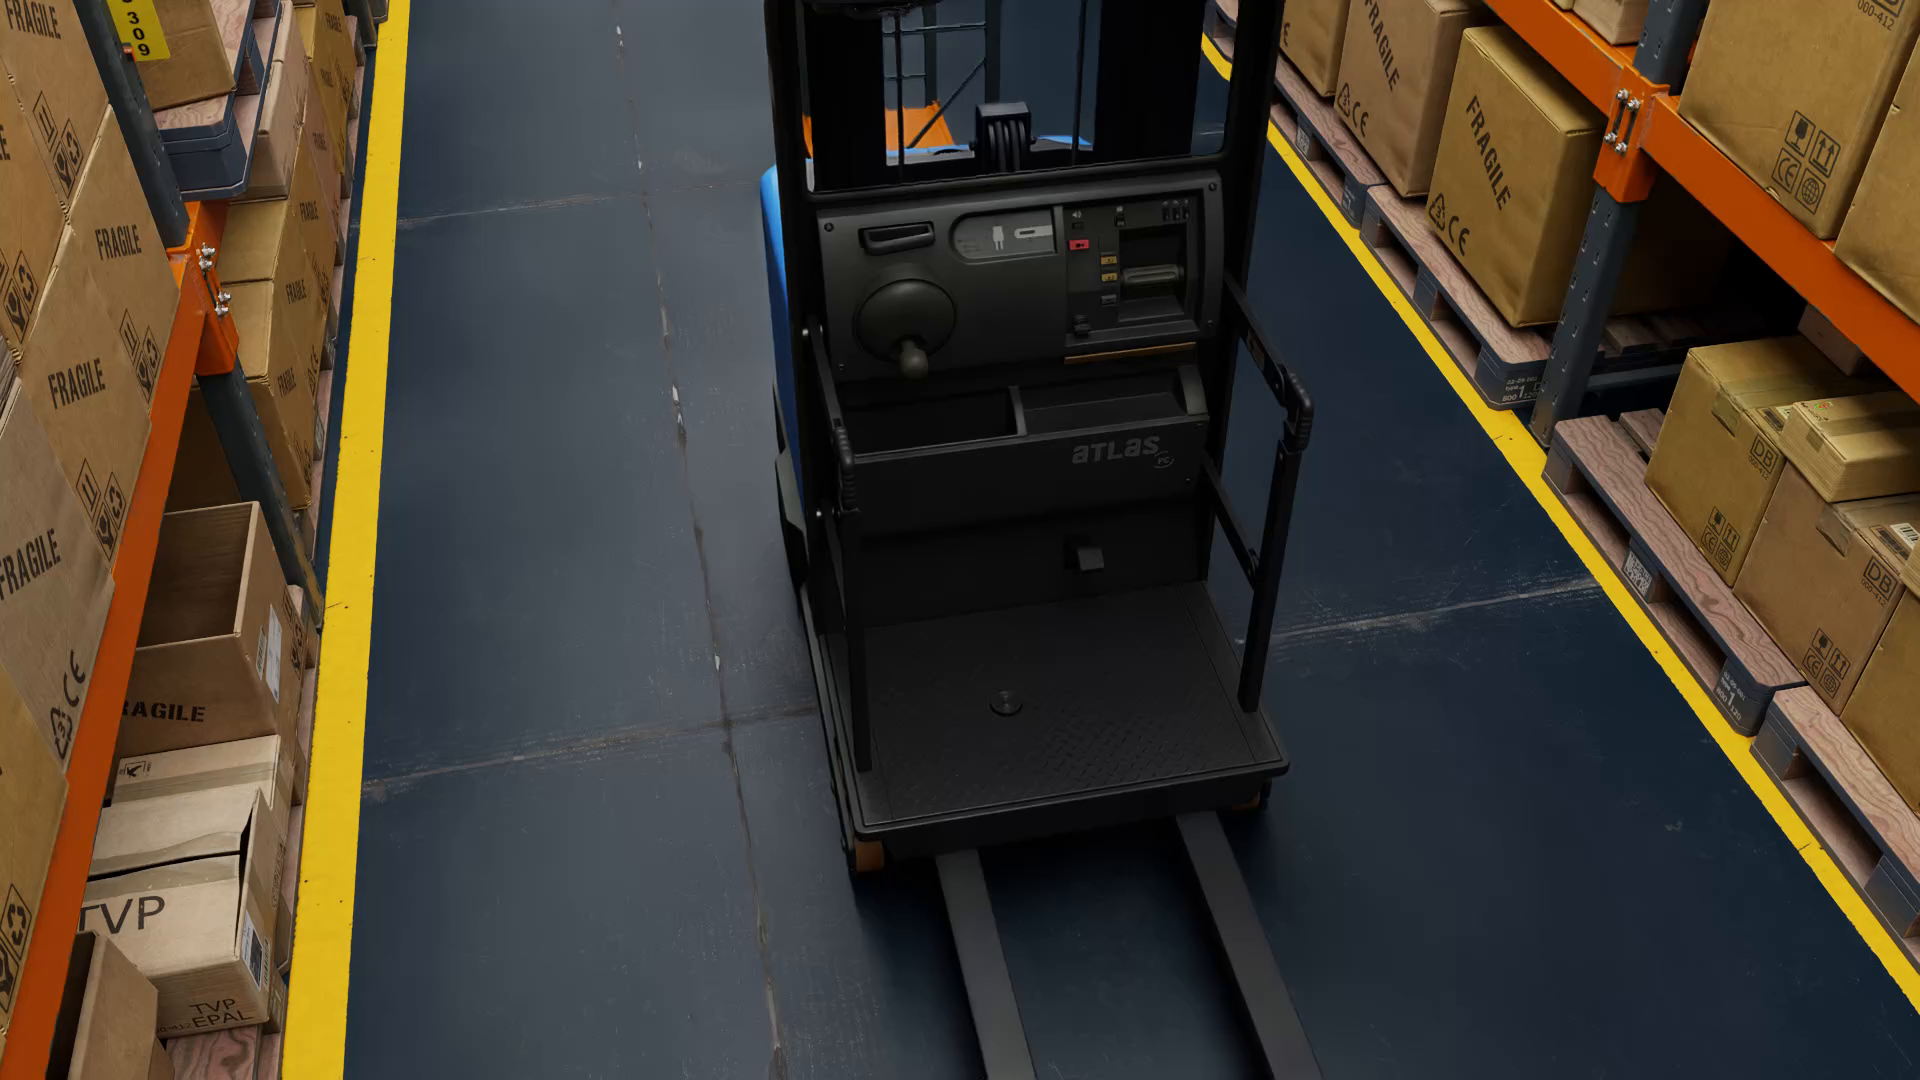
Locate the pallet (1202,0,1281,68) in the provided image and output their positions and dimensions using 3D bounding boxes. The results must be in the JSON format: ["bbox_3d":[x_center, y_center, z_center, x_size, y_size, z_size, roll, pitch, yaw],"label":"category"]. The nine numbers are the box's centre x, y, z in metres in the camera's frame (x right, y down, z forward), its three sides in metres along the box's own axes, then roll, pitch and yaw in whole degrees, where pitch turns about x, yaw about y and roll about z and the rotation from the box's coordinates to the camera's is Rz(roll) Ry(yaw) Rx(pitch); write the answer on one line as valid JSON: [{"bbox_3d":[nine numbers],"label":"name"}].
[{"bbox_3d":[1.671,-2.561,7.977,1.003,0.211,1.213,-8,42,-9],"label":"pallet"}]

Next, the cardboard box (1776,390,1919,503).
[{"bbox_3d":[2.395,-0.250,4.351,0.380,0.149,0.250,-7,42,-8],"label":"cardboard box"}]

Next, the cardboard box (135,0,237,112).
[{"bbox_3d":[-2.282,-1.355,4.125,0.700,0.500,0.500,-23,46,-23],"label":"cardboard box"}]

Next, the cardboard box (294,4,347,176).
[{"bbox_3d":[-2.719,-1.735,6.497,0.500,0.500,0.500,-10,43,-11],"label":"cardboard box"}]

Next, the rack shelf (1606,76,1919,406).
[{"bbox_3d":[2.870,0.032,3.496,1.077,0.370,4.000,-8,42,-9],"label":"rack shelf"}]

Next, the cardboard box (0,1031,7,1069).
[{"bbox_3d":[-1.595,0.750,2.071,0.500,0.500,0.500,-8,42,-9],"label":"cardboard box"}]

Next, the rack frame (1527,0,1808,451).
[{"bbox_3d":[2.438,-1.533,4.718,1.000,3.000,0.127,-8,42,-9],"label":"rack frame"}]

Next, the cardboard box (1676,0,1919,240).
[{"bbox_3d":[2.539,-1.291,4.219,0.980,0.700,0.700,-8,42,-9],"label":"cardboard box"}]

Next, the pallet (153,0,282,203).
[{"bbox_3d":[-2.464,-1.283,4.580,1.003,0.211,1.213,-8,42,-9],"label":"pallet"}]

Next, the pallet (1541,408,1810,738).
[{"bbox_3d":[2.526,0.014,5.076,1.003,0.211,1.213,-8,42,-9],"label":"pallet"}]

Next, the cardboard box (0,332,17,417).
[{"bbox_3d":[-1.814,-0.283,2.481,0.500,0.500,0.500,-8,42,-9],"label":"cardboard box"}]

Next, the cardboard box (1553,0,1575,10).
[{"bbox_3d":[2.011,-1.786,5.176,0.380,0.149,0.250,-8,42,-8],"label":"cardboard box"}]

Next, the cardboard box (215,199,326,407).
[{"bbox_3d":[-2.391,-0.743,5.379,0.500,0.500,0.500,-8,42,-9],"label":"cardboard box"}]

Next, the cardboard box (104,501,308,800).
[{"bbox_3d":[-1.998,0.278,4.229,0.500,0.500,0.500,-8,42,-9],"label":"cardboard box"}]

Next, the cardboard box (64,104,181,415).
[{"bbox_3d":[-2.040,-0.571,3.559,0.500,0.500,0.500,-8,42,-9],"label":"cardboard box"}]

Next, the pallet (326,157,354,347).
[{"bbox_3d":[-2.877,-1.092,6.322,1.003,0.211,1.213,-8,42,-9],"label":"pallet"}]

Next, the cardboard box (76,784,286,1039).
[{"bbox_3d":[-1.836,0.835,3.744,0.500,0.311,0.500,-8,42,-9],"label":"cardboard box"}]

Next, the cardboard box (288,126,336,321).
[{"bbox_3d":[-2.491,-1.068,5.746,0.500,0.500,0.500,-8,42,-9],"label":"cardboard box"}]

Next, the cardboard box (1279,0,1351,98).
[{"bbox_3d":[1.788,-2.415,7.014,0.750,0.750,0.750,-9,42,-9],"label":"cardboard box"}]

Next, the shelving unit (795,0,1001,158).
[{"bbox_3d":[-0.229,-1.316,5.603,0.587,1.500,1.083,-8,42,-9],"label":"shelving unit"}]

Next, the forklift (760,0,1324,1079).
[{"bbox_3d":[0.193,-0.514,3.622,1.130,2.935,3.031,-8,42,-9],"label":"forklift"}]

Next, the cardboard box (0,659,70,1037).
[{"bbox_3d":[-1.701,0.425,2.436,0.500,0.500,0.500,-8,42,-9],"label":"cardboard box"}]

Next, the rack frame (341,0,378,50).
[{"bbox_3d":[-3.262,-3.414,6.836,1.000,3.000,0.127,-8,42,-9],"label":"rack frame"}]

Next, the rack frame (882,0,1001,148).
[{"bbox_3d":[-0.130,-0.991,5.237,0.500,1.500,0.032,-8,42,-9],"label":"rack frame"}]

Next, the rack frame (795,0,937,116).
[{"bbox_3d":[-0.332,-1.652,5.982,0.500,1.500,0.032,-8,42,-9],"label":"rack frame"}]

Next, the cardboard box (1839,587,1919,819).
[{"bbox_3d":[2.713,0.403,4.103,0.700,0.500,0.500,-7,42,-8],"label":"cardboard box"}]

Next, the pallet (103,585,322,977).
[{"bbox_3d":[-2.251,0.667,4.340,1.003,0.211,1.213,-8,42,-9],"label":"pallet"}]

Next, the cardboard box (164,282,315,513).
[{"bbox_3d":[-2.265,-0.399,4.992,0.500,0.500,0.500,-10,43,-11],"label":"cardboard box"}]

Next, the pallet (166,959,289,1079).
[{"bbox_3d":[-1.984,1.460,3.447,1.003,0.211,1.213,-8,42,-9],"label":"pallet"}]

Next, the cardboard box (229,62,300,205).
[{"bbox_3d":[-2.480,-1.328,5.473,0.500,0.250,0.500,-8,42,-9],"label":"cardboard box"}]

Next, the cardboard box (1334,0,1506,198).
[{"bbox_3d":[1.976,-1.865,6.394,0.750,0.750,0.750,-7,42,-8],"label":"cardboard box"}]

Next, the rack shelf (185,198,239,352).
[{"bbox_3d":[-2.830,-1.848,5.615,1.077,0.370,4.000,-8,42,-9],"label":"rack shelf"}]

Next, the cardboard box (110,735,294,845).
[{"bbox_3d":[-1.859,0.644,4.081,0.380,0.149,0.250,-8,42,-9],"label":"cardboard box"}]

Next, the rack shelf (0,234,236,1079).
[{"bbox_3d":[-1.966,0.744,2.694,1.077,0.370,4.000,-8,42,-9],"label":"rack shelf"}]

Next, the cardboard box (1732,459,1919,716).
[{"bbox_3d":[2.604,0.070,4.478,0.700,0.500,0.500,-9,42,-10],"label":"cardboard box"}]

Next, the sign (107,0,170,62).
[{"bbox_3d":[-1.870,-1.228,3.721,0.100,0.325,0.005,-8,42,-9],"label":"sign"}]

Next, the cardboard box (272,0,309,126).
[{"bbox_3d":[-2.589,-1.653,5.839,0.500,0.250,0.500,-9,42,-10],"label":"cardboard box"}]

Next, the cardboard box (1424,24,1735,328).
[{"bbox_3d":[2.171,-1.289,5.746,0.750,0.750,0.750,-8,42,-9],"label":"cardboard box"}]

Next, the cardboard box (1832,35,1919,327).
[{"bbox_3d":[2.691,-0.818,3.685,0.980,0.700,0.700,-9,42,-10],"label":"cardboard box"}]

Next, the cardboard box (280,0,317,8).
[{"bbox_3d":[-2.814,-2.316,6.586,0.500,0.250,0.500,-7,42,-8],"label":"cardboard box"}]

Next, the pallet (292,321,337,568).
[{"bbox_3d":[-2.611,-0.300,5.429,1.003,0.211,1.213,-8,42,-9],"label":"pallet"}]

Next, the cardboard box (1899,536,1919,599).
[{"bbox_3d":[2.508,0.088,3.970,0.380,0.149,0.250,-9,42,-11],"label":"cardboard box"}]

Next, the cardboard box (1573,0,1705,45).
[{"bbox_3d":[2.089,-1.625,4.996,0.380,0.149,0.250,-8,42,-9],"label":"cardboard box"}]

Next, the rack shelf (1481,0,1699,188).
[{"bbox_3d":[2.006,-2.561,6.417,1.077,0.370,4.000,-8,42,-9],"label":"rack shelf"}]

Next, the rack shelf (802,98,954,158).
[{"bbox_3d":[-0.231,-1.187,5.729,0.538,0.185,1.000,-8,42,-9],"label":"rack shelf"}]

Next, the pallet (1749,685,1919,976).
[{"bbox_3d":[2.792,0.806,4.183,1.003,0.211,1.213,-8,42,-9],"label":"pallet"}]

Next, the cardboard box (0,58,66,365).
[{"bbox_3d":[-1.923,-0.610,2.849,0.500,0.500,0.500,-9,42,-10],"label":"cardboard box"}]

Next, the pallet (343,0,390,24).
[{"bbox_3d":[-3.401,-2.910,8.369,1.003,0.211,1.213,-8,42,-9],"label":"pallet"}]

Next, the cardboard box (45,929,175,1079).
[{"bbox_3d":[-1.988,1.165,3.227,0.797,0.503,0.637,-8,42,-9],"label":"cardboard box"}]

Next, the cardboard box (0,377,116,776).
[{"bbox_3d":[-1.814,0.095,2.808,0.500,0.500,0.500,-7,42,-8],"label":"cardboard box"}]

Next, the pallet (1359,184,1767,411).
[{"bbox_3d":[2.198,-0.980,6.195,1.003,0.211,1.213,-8,42,-9],"label":"pallet"}]

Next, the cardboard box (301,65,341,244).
[{"bbox_3d":[-2.600,-1.396,6.115,0.500,0.500,0.500,-10,43,-11],"label":"cardboard box"}]

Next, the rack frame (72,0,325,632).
[{"bbox_3d":[-2.398,-0.821,3.915,1.000,3.000,0.127,-8,42,-9],"label":"rack frame"}]

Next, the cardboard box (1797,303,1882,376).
[{"bbox_3d":[2.662,-0.621,4.768,0.380,0.149,0.250,-9,42,-10],"label":"cardboard box"}]

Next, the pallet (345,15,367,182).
[{"bbox_3d":[-3.137,-1.882,7.211,1.003,0.211,1.213,-8,42,-9],"label":"pallet"}]

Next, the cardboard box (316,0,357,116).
[{"bbox_3d":[-2.830,-2.071,6.875,0.500,0.500,0.500,-7,42,-8],"label":"cardboard box"}]

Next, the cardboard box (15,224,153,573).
[{"bbox_3d":[-1.927,-0.237,3.182,0.500,0.500,0.500,-7,42,-8],"label":"cardboard box"}]

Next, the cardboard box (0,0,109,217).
[{"bbox_3d":[-2.036,-0.942,3.223,0.500,0.500,0.500,-8,42,-9],"label":"cardboard box"}]

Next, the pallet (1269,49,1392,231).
[{"bbox_3d":[1.931,-1.772,7.087,1.003,0.211,1.213,-8,42,-9],"label":"pallet"}]

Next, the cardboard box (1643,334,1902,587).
[{"bbox_3d":[2.499,-0.256,4.846,0.700,0.500,0.500,-8,42,-9],"label":"cardboard box"}]
